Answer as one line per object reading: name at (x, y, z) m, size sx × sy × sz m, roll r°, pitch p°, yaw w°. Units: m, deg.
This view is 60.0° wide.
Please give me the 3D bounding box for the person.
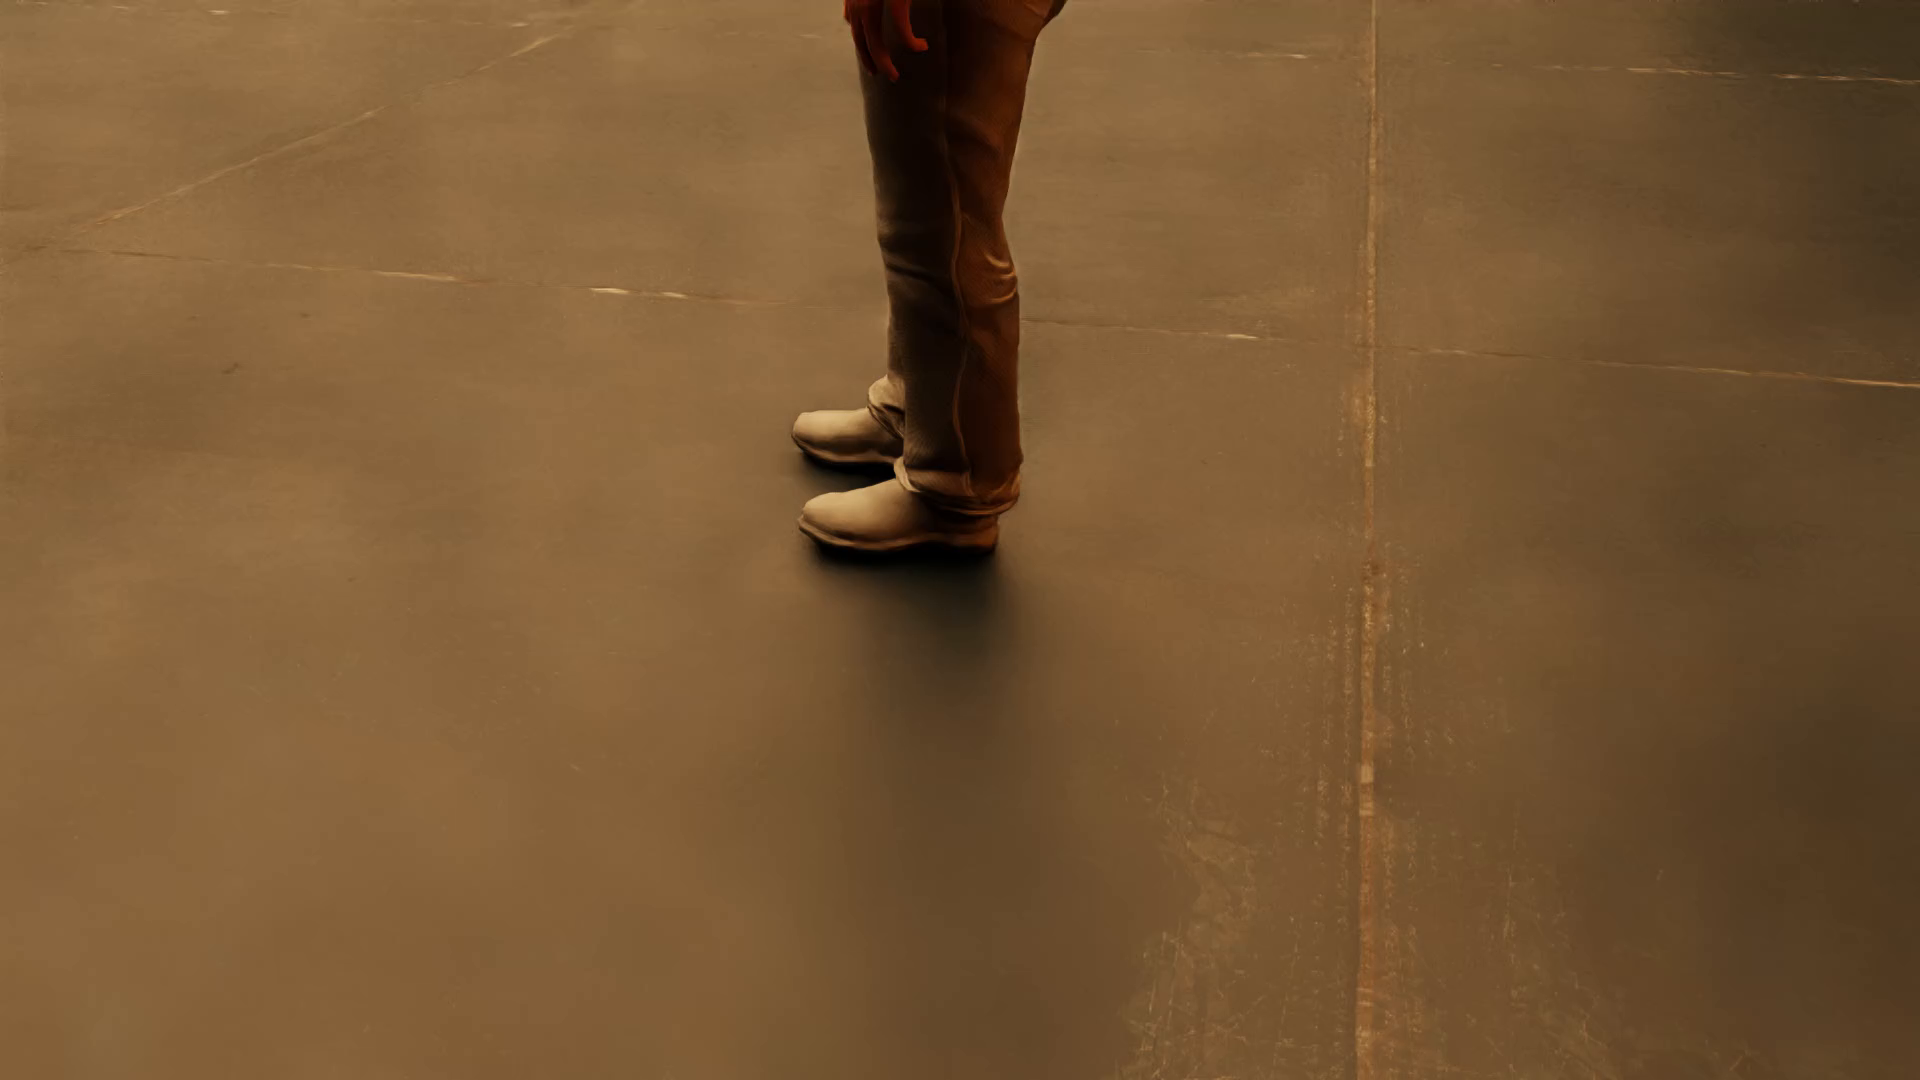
person at (-0.059, -0.808, 2.116) m, size 0.567 × 1.773 × 0.632 m, roll 6°, pitch 27°, yaw 11°
